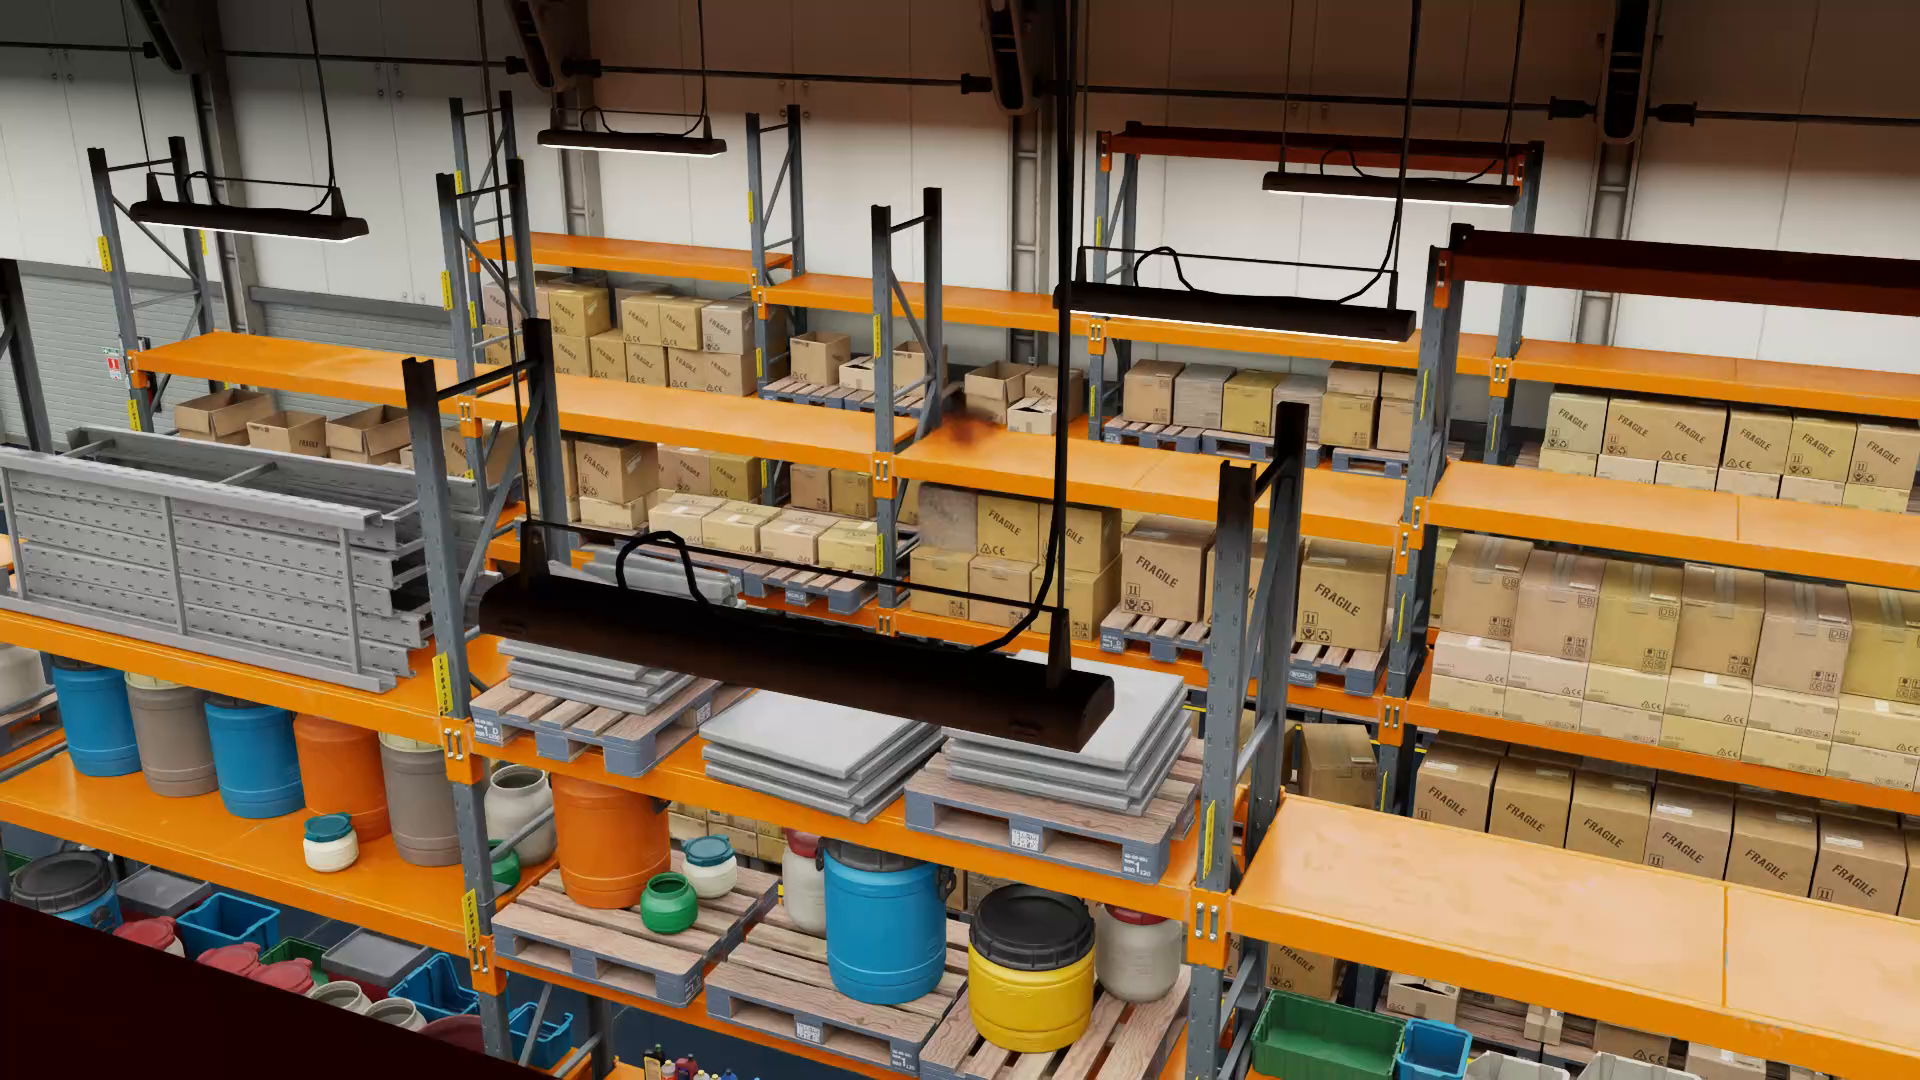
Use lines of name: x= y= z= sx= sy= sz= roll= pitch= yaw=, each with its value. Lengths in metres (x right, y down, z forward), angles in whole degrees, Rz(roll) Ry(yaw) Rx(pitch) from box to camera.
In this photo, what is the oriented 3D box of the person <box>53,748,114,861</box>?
person: x=-7.854 y=2.055 z=14.896 sx=0.550 sy=1.721 sz=0.392 roll=0 pitch=21 yaw=1
